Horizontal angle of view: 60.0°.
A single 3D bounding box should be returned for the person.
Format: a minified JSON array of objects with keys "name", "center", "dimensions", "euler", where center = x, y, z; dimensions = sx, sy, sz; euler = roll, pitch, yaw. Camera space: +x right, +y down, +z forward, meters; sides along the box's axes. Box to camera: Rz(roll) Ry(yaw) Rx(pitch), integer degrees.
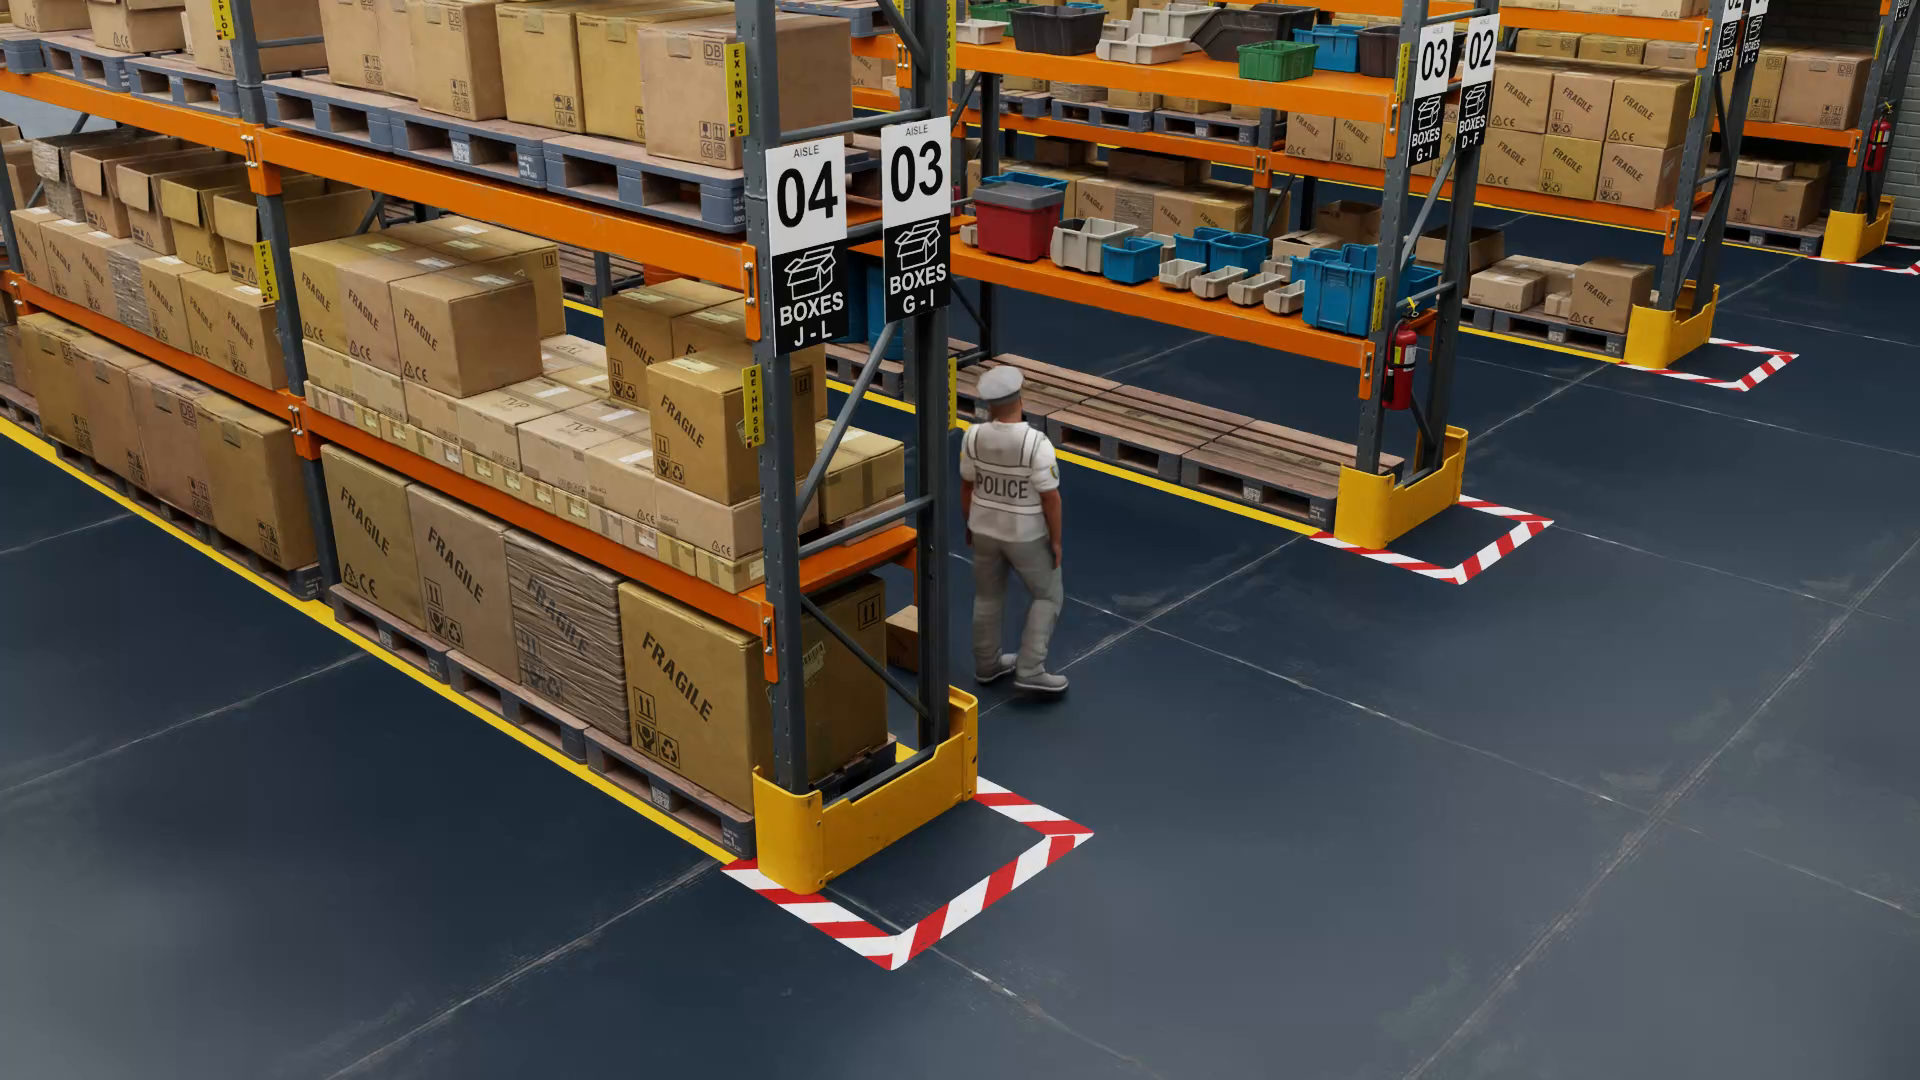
[{"name":"person","center":[0.286,-0.041,8.639],"dimensions":[0.622,1.760,0.421],"euler":[12,26,25]}]
